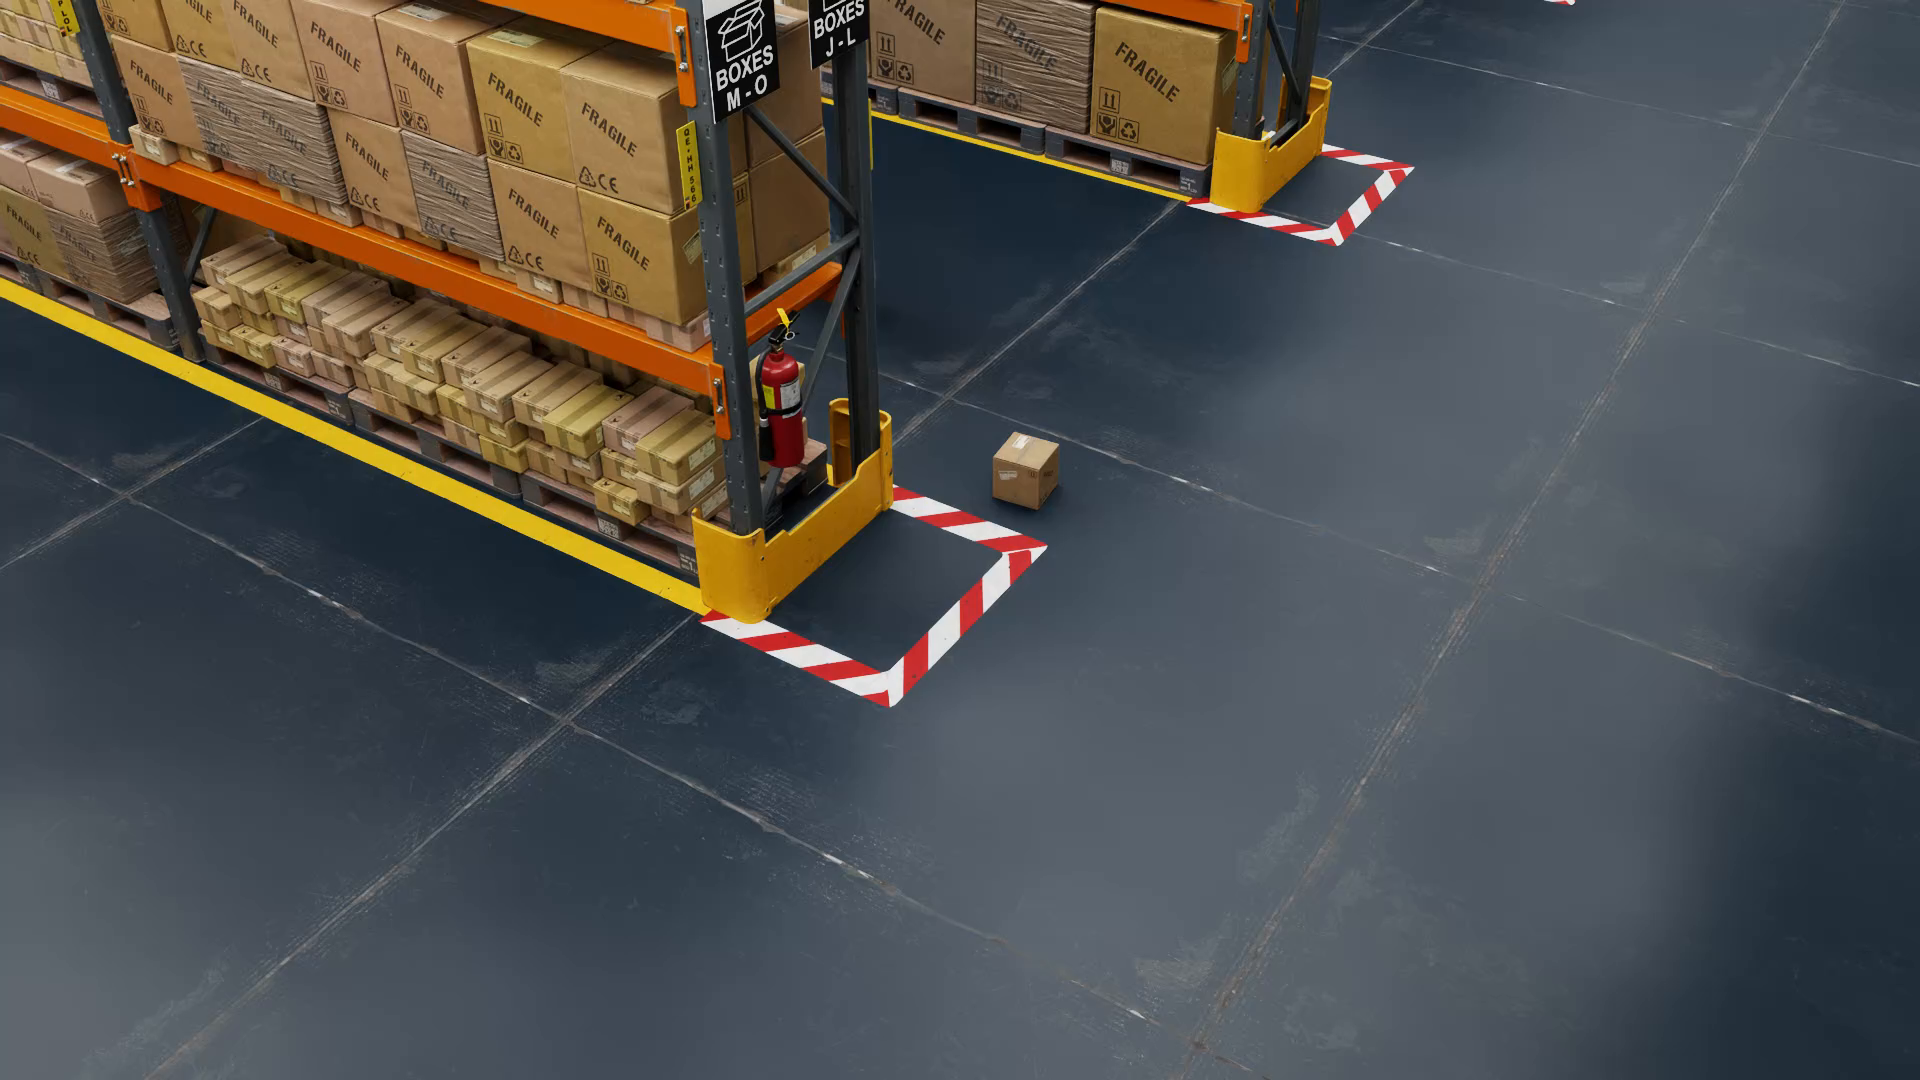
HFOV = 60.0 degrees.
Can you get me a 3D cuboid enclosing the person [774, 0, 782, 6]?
[{"bbox_3d":[-1.155,-2.340,9.626,0.474,1.798,0.592,30,47,33],"label":"person"}]
